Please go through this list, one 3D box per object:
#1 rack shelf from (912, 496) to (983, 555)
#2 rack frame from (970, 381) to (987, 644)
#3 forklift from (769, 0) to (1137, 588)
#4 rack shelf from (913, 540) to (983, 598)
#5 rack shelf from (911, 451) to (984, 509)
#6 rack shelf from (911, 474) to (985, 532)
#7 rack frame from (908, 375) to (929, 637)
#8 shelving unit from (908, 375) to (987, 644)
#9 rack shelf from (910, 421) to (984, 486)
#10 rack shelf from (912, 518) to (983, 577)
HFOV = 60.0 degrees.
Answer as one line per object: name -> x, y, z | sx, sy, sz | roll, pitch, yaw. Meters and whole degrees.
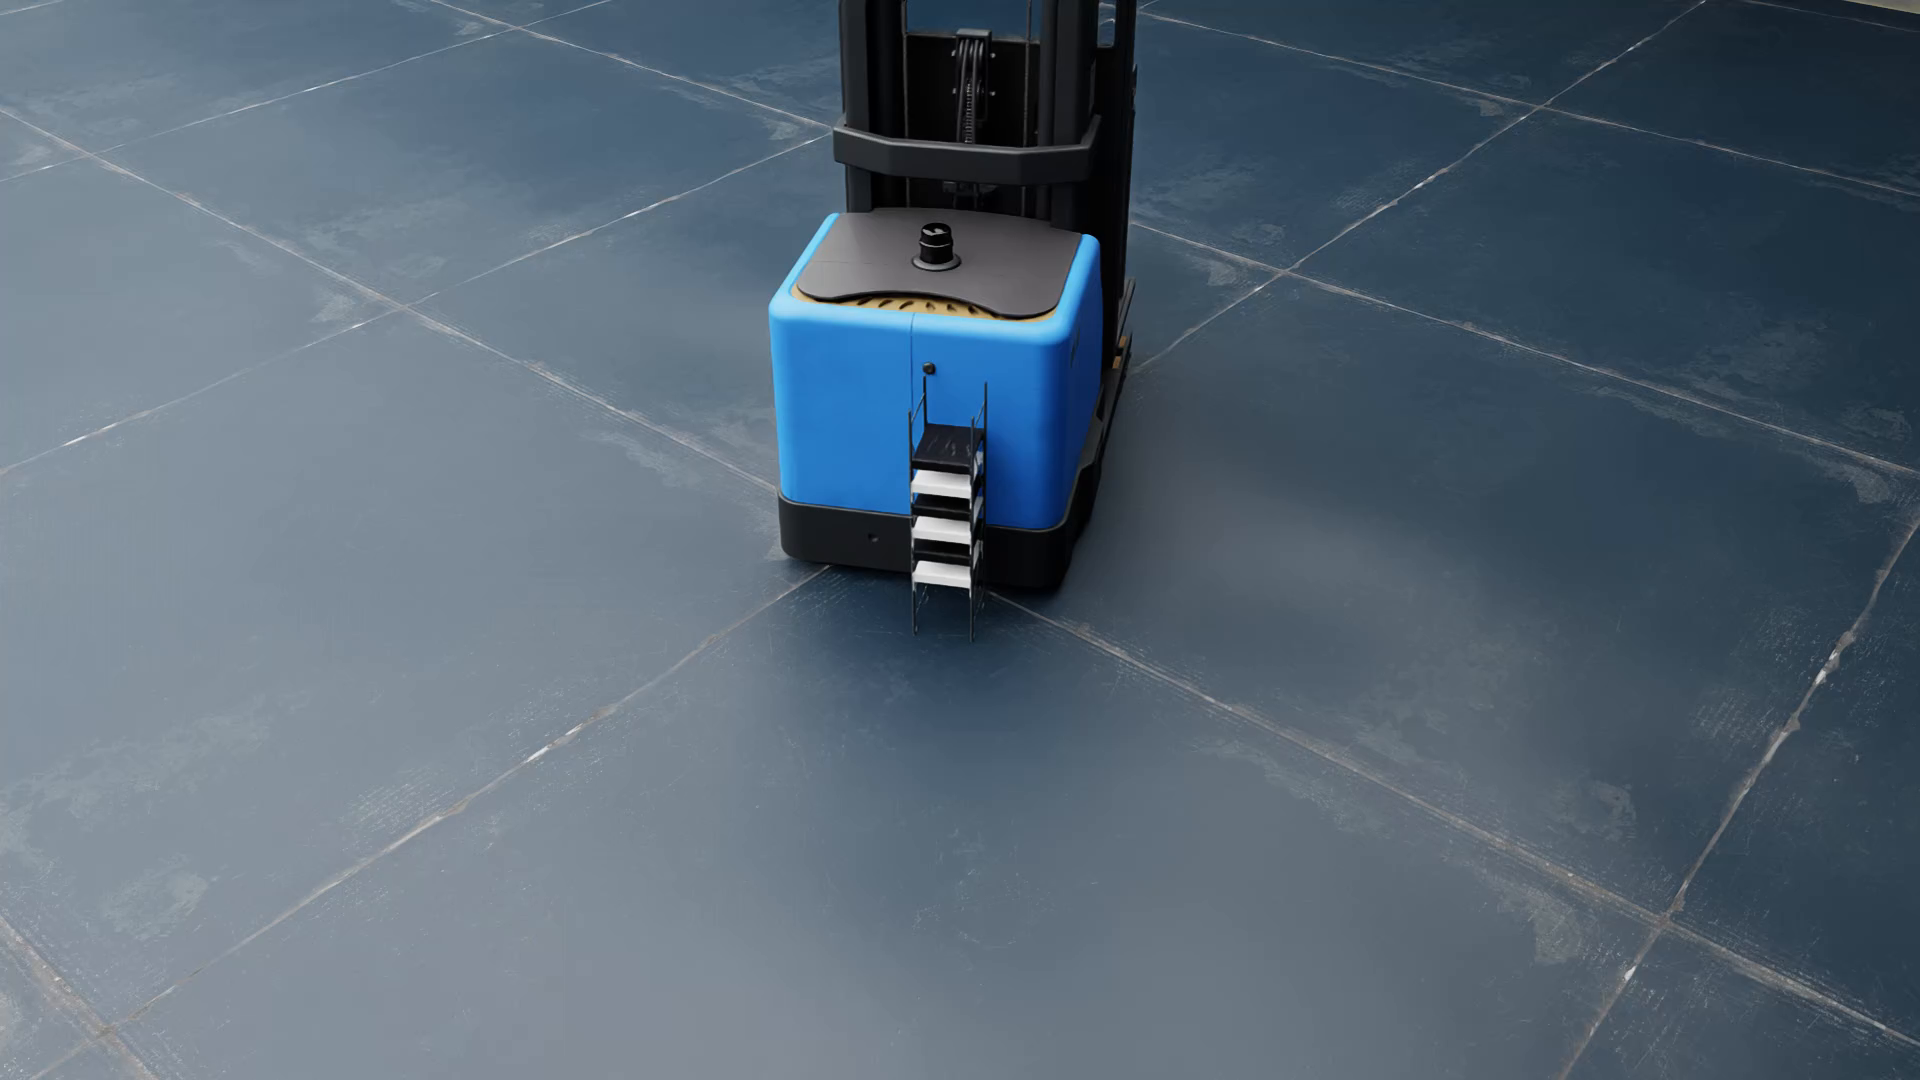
rack shelf -> -0.037, -0.063, 5.605 | 0.200, 0.077, 0.258 | 7, 35, 10
rack frame -> 0.062, -0.079, 5.570 | 0.006, 0.900, 0.240 | 7, 35, 10
forklift -> 0.145, -1.868, 6.381 | 1.130, 2.935, 3.031 | 7, 35, 10
rack shelf -> -0.037, 0.085, 5.708 | 0.200, 0.077, 0.258 | 7, 35, 10
rack shelf -> -0.038, -0.211, 5.503 | 0.200, 0.077, 0.258 | 7, 35, 10
rack shelf -> -0.037, -0.137, 5.554 | 0.200, 0.077, 0.258 | 7, 35, 10
rack frame -> -0.137, -0.102, 5.603 | 0.006, 0.900, 0.240 | 7, 35, 10
shelving unit -> -0.037, -0.091, 5.586 | 0.210, 0.900, 0.258 | 7, 35, 10
rack shelf -> -0.038, -0.285, 5.452 | 0.200, 0.077, 0.258 | 7, 35, 10
rack shelf -> -0.037, 0.011, 5.657 | 0.200, 0.077, 0.258 | 7, 35, 10
